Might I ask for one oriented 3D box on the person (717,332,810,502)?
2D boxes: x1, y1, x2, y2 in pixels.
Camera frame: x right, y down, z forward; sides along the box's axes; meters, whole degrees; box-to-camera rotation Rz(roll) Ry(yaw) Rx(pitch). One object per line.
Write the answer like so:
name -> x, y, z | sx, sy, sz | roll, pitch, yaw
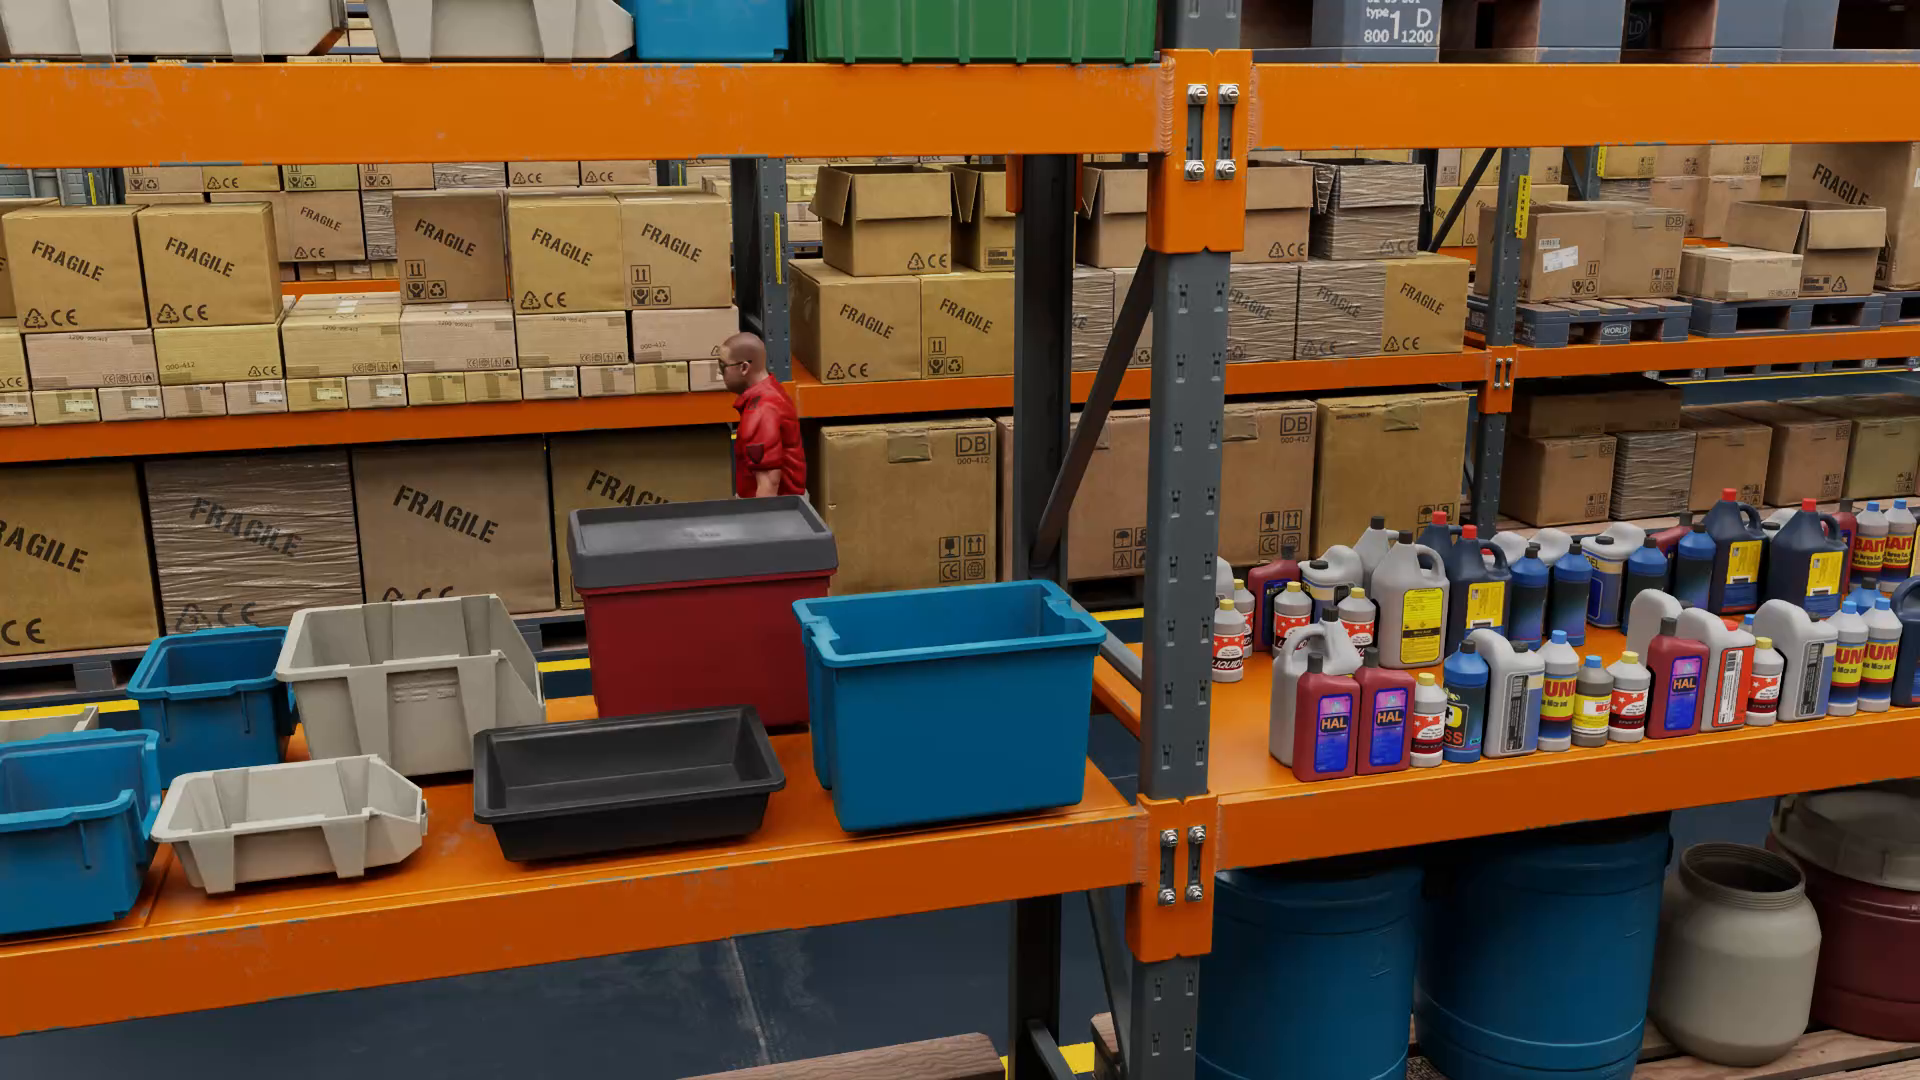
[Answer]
person -> -0.847, -0.040, 7.195 | 0.392, 1.727, 0.585 | 0, 16, 0
